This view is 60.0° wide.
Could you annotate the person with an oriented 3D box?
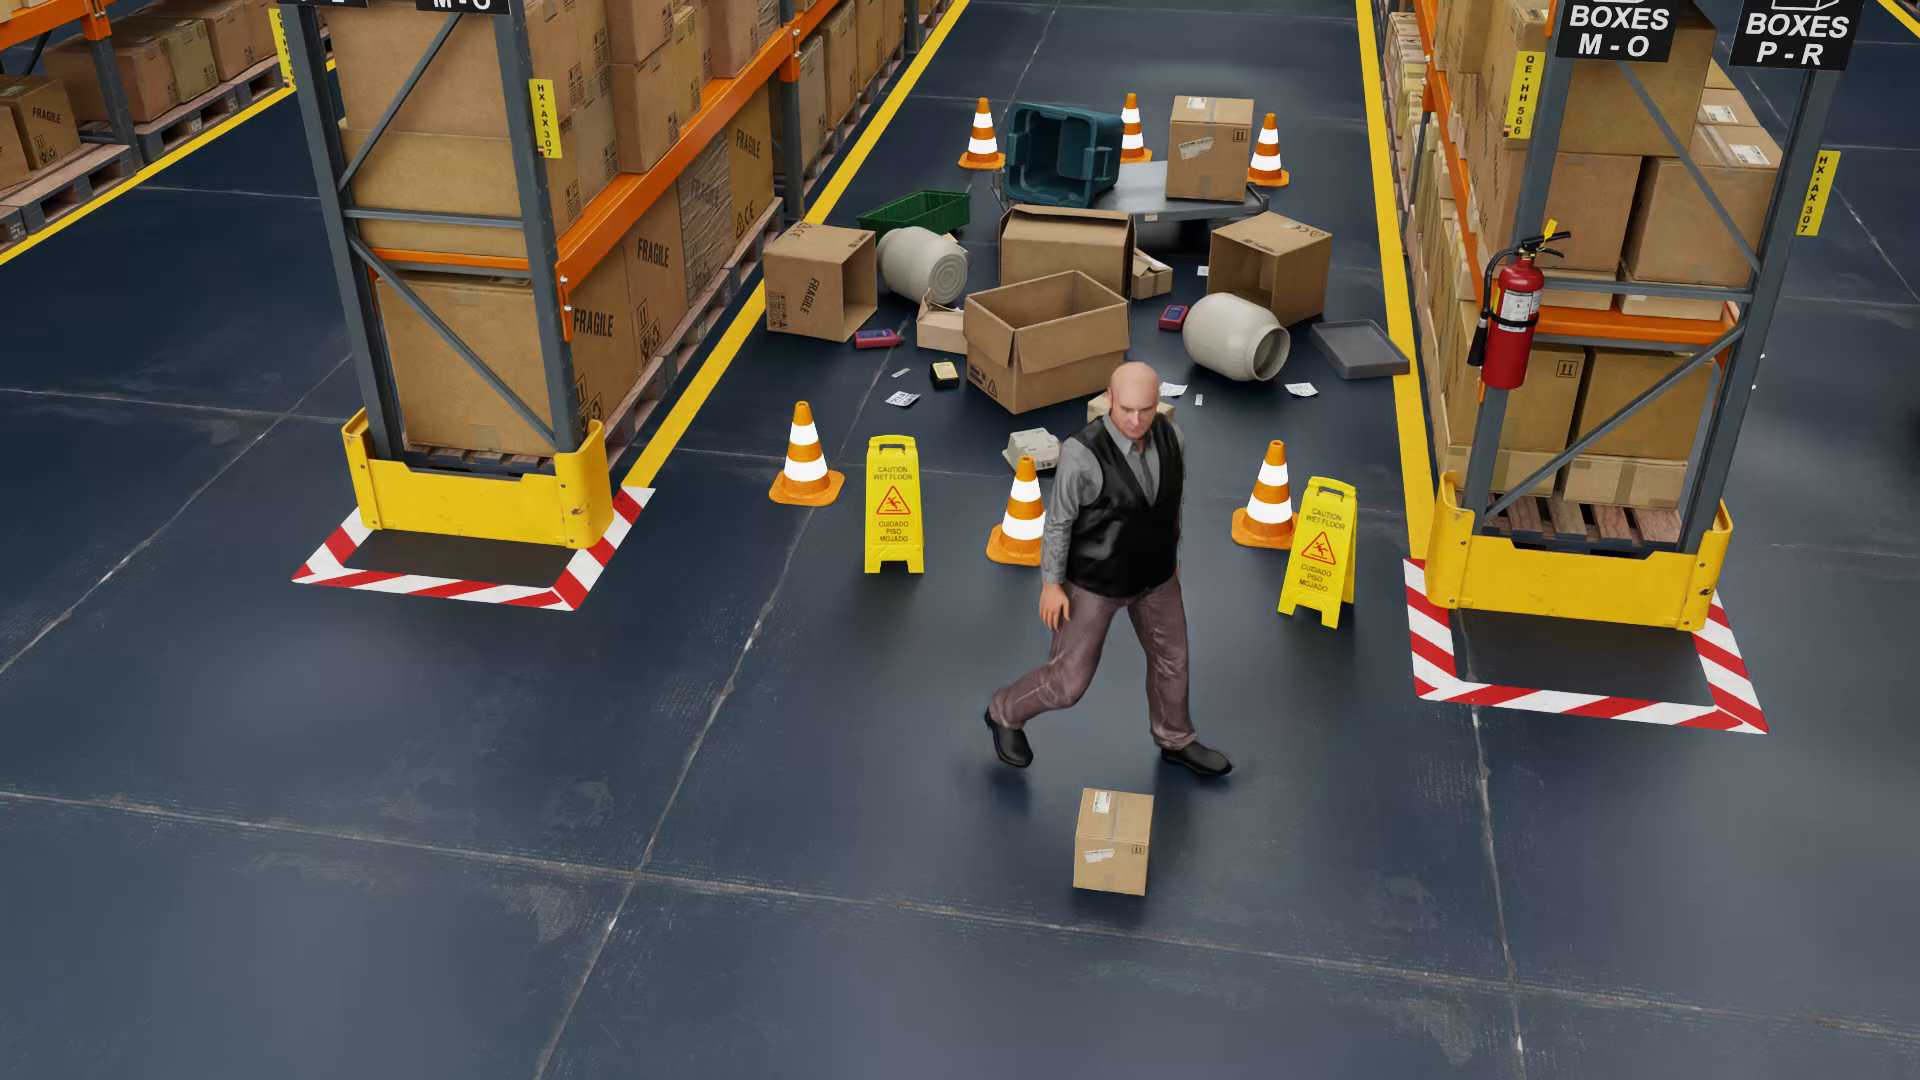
[{"bbox_3d":[0.551,0.137,5.961,0.749,1.710,0.699,-18,37,-27],"label":"person"}]
